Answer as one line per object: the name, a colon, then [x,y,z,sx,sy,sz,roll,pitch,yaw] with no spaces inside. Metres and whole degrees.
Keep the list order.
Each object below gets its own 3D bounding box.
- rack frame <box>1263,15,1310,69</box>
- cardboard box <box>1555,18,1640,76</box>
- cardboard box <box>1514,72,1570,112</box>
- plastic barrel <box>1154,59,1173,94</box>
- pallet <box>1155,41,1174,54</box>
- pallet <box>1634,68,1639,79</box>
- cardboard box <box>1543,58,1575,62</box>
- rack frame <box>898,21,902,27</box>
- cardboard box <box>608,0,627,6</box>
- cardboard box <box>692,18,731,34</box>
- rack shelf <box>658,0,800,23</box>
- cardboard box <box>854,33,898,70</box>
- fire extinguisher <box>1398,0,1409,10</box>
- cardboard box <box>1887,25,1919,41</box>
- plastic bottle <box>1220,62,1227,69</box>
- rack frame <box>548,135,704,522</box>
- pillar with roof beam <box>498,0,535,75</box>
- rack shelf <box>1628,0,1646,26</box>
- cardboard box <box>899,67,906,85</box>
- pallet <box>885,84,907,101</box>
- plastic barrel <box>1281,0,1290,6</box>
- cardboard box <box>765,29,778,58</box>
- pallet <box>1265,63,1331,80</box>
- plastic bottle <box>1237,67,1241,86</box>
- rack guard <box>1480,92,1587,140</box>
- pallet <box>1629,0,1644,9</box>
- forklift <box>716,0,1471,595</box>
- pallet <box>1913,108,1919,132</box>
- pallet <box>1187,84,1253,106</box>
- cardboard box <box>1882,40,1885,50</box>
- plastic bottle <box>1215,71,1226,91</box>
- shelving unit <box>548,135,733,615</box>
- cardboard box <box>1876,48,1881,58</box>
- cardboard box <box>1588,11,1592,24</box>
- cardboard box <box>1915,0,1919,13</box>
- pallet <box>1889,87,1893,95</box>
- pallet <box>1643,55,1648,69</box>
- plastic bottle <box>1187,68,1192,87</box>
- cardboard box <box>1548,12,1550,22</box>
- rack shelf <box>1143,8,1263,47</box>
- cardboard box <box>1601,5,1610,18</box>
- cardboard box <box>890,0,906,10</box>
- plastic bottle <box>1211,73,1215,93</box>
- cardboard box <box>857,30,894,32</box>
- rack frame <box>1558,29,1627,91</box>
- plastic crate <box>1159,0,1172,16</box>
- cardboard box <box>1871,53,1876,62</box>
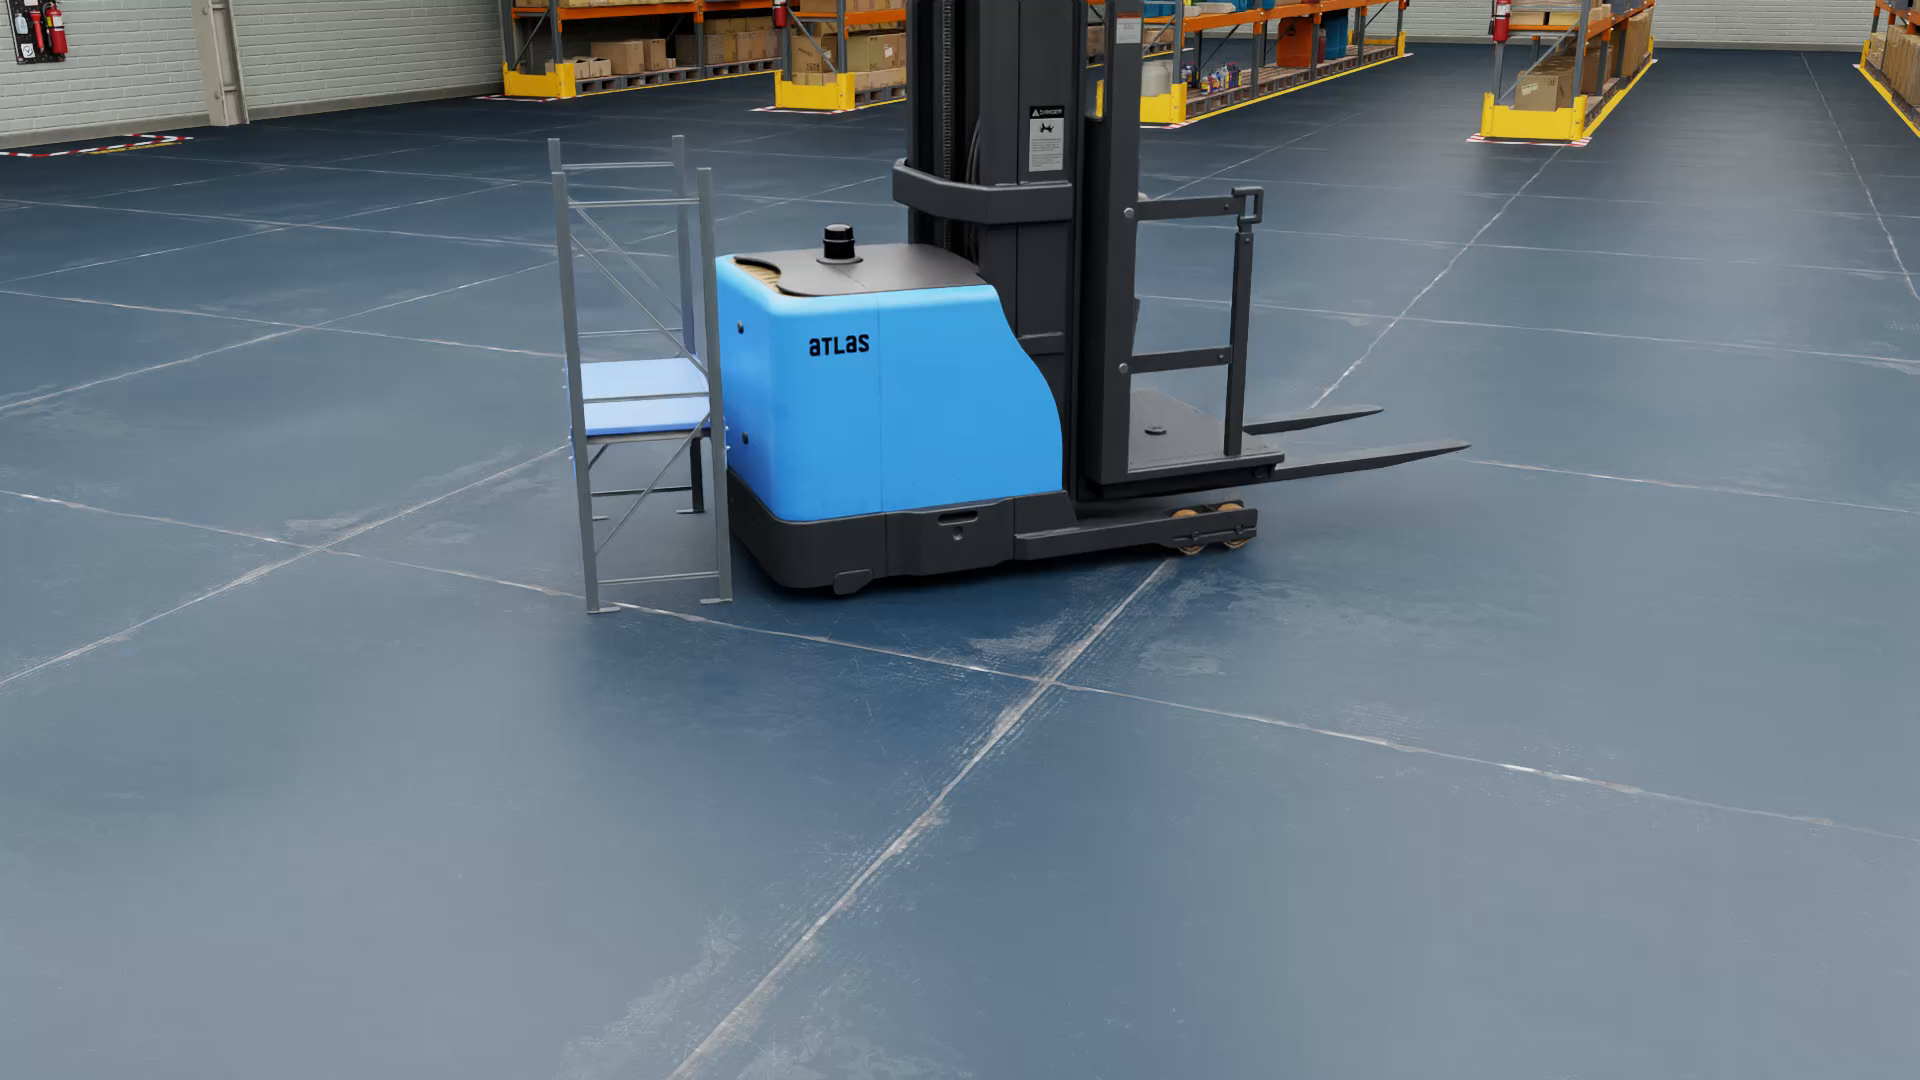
rack frame: [5.709,-9.444,28.547,0.949,2.616,0.053,9,21,23]
cardboard box: [10.526,-8.169,27.508,1.225,0.875,0.875,8,21,20]
cardboard box: [7.219,-5.528,20.639,0.500,0.500,0.500,13,23,33]
plastic barrel: [2.835,-6.389,23.044,0.421,0.512,0.421,0,20,0]
pallet: [4.108,-10.989,37.055,1.003,0.211,1.213,9,21,23]
pallet: [11.615,-8.427,29.850,1.003,0.211,1.213,9,21,23]
cardboard box: [8.386,-6.445,23.219,0.500,0.500,0.500,8,21,21]
rack frame: [-1.695,-12.026,35.809,1.000,3.000,0.127,9,21,23]
cardboard box: [-5.705,-8.718,26.700,0.500,0.250,0.500,8,21,22]
cardboard box: [-4.507,-9.326,30.170,0.500,0.250,0.500,8,21,22]
rack shelf: [-4.152,-9.853,30.772,1.077,0.370,4.000,9,21,23]
cardboard box: [-1.269,-7.376,25.091,0.500,0.500,0.500,9,21,23]
fire extinguisher: [9.458,-11.661,35.454,0.296,0.674,0.183,9,21,23]
cardboard box: [15.802,-8.460,27.764,0.500,0.250,0.500,8,21,20]
plastic bottle: [3.935,-6.964,24.871,0.144,0.351,0.185,9,21,23]
rack frame: [-1.290,-0.804,6.492,0.500,1.500,0.032,-5,20,-13]
pillar with roof beam: [-3.184,-10.927,23.763,9.100,9.000,0.400,9,21,23]
rack shelf: [11.043,-9.037,28.477,1.077,0.370,4.000,9,21,23]
cardboard box: [-1.049,-7.173,25.640,0.500,0.250,0.500,9,21,23]
pallet: [-1.312,-6.977,25.771,1.003,0.211,1.213,9,21,23]
plastic barrel: [5.137,-8.904,26.827,0.433,0.535,0.433,0,20,0]
cardboard box: [-3.897,-9.464,31.678,0.700,0.500,0.500,9,21,23]
pallet: [5.991,-8.377,29.709,1.003,0.211,1.213,9,21,23]
plastic bottle: [4.172,-6.956,24.950,0.061,0.283,0.133,10,22,25]
rack guard: [6.980,-5.164,20.245,1.175,0.500,0.348,9,21,23]
pallet: [10.030,-8.442,26.015,1.213,0.211,1.003,9,21,23]
forklift: [0.602,-1.484,6.268,3.031,2.935,1.130,-8,21,-20]
pallet: [12.687,-5.295,21.042,1.003,0.211,1.213,9,21,23]
pallet: [3.755,-6.708,25.016,1.003,0.211,1.213,9,21,23]
cardboard box: [16.323,-8.639,29.024,0.380,0.149,0.250,9,21,23]
plastic bottle: [3.786,-6.702,24.247,0.152,0.276,0.135,9,21,24]
shelving unit: [-1.169,-0.639,6.027,0.538,1.500,1.048,-5,20,-13]
cardboard box: [16.378,-8.579,29.300,0.380,0.149,0.250,8,21,21]
cardboard box: [7.519,-6.403,20.372,0.380,0.149,0.250,9,21,23]
cardboard box: [14.072,-7.844,23.900,0.500,0.500,0.500,8,21,22]
pallet: [15.029,-6.978,25.775,1.003,0.211,1.213,9,21,23]
pallet: [12.743,-9.269,32.218,1.003,0.211,1.213,9,21,23]
plastic bottle: [3.409,-6.892,24.788,0.097,0.271,0.097,0,20,0]
cardboard box: [7.292,-6.621,20.984,0.380,0.149,0.250,9,21,23]
rack shelf: [3.249,-7.271,23.511,1.077,0.370,4.000,9,21,23]
cardboard box: [8.498,-7.082,22.282,0.380,0.149,0.250,9,21,23]
cardboard box: [-1.253,-8.341,25.297,0.721,0.500,0.530,10,22,27]
plastic bottle: [3.597,-6.537,23.788,0.097,0.271,0.097,0,20,0]
cardboard box: [-1.335,-7.753,26.151,0.500,0.500,0.500,9,21,23]
rack frame: [10.224,-8.765,26.637,1.000,3.000,0.127,9,21,23]
plastic crate: [2.633,-7.320,22.798,0.499,0.251,0.408,9,21,23]
cardboard box: [16.946,-8.851,30.507,0.380,0.149,0.250,7,21,20]
